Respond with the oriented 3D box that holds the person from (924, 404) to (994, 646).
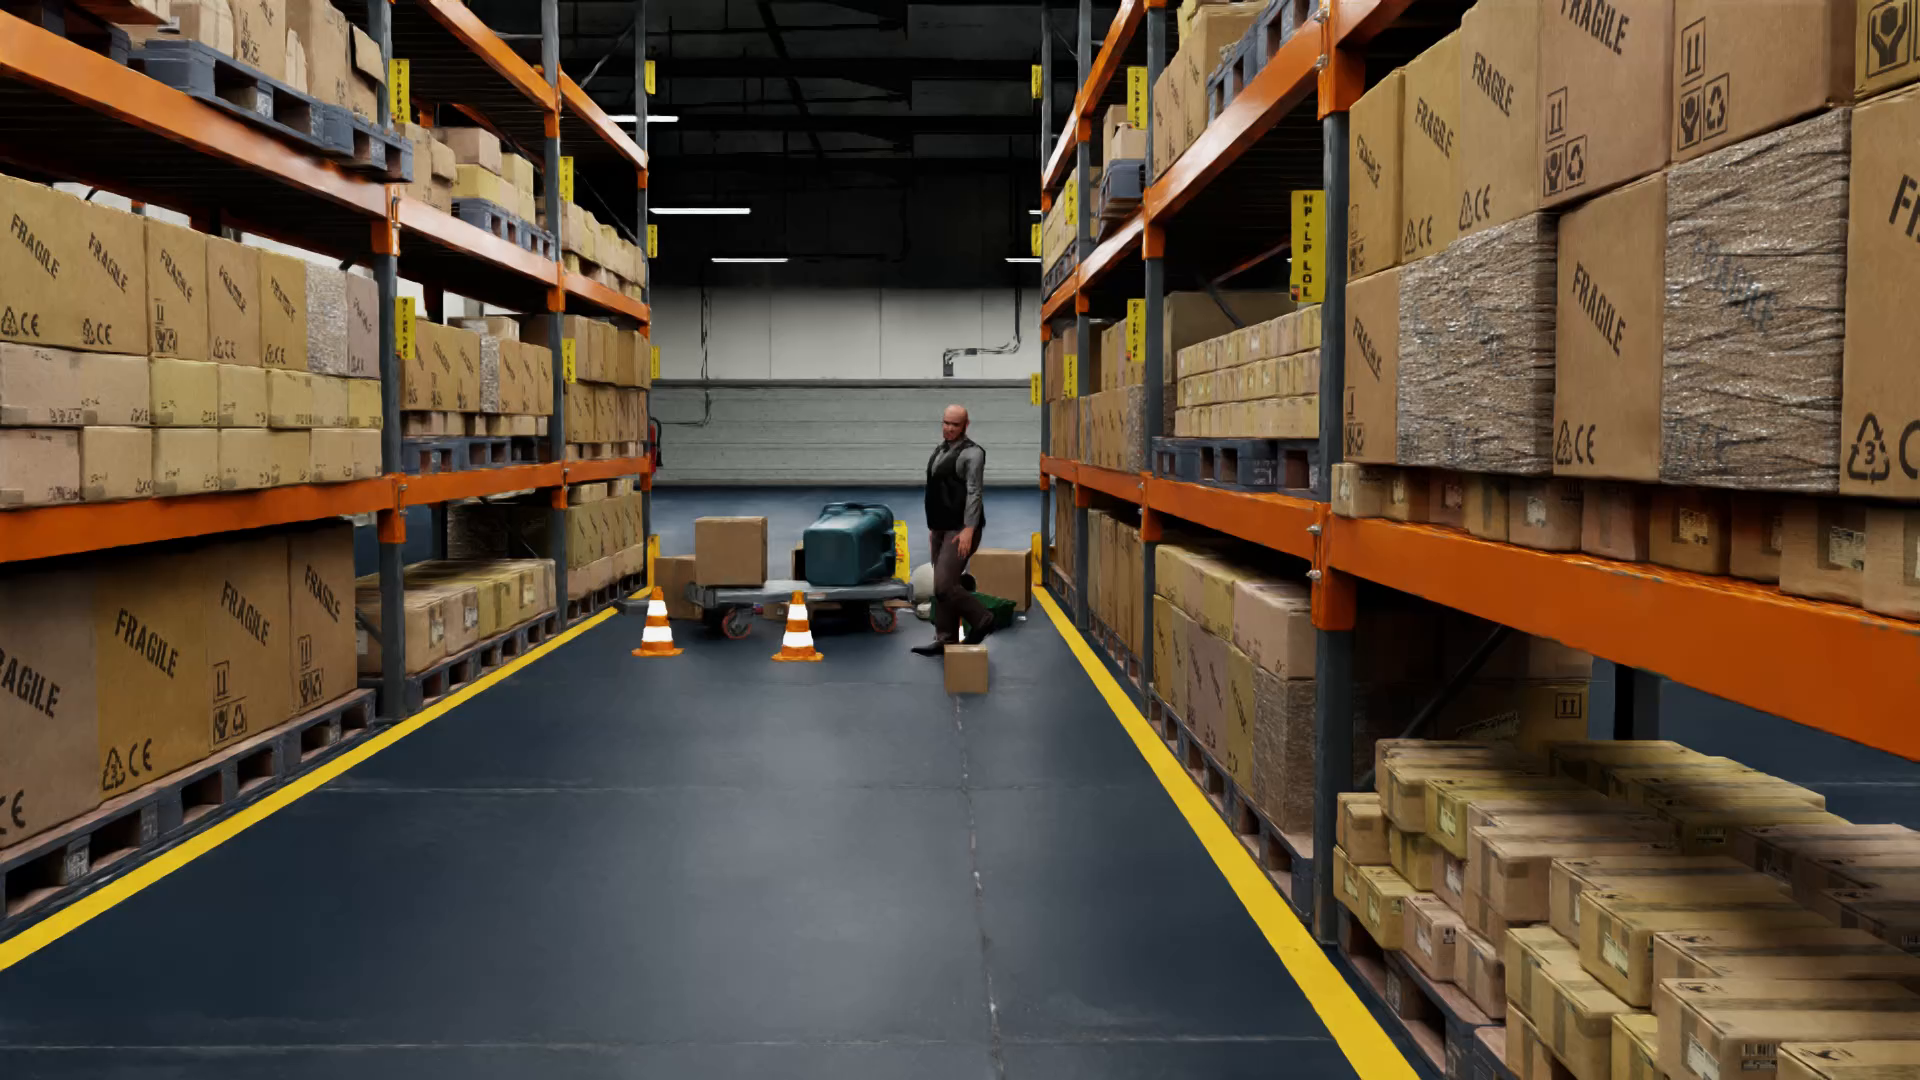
[{"bbox_3d":[-0.015,-0.079,11.107,0.472,1.652,0.592,-2,4,-27],"label":"person"}]
